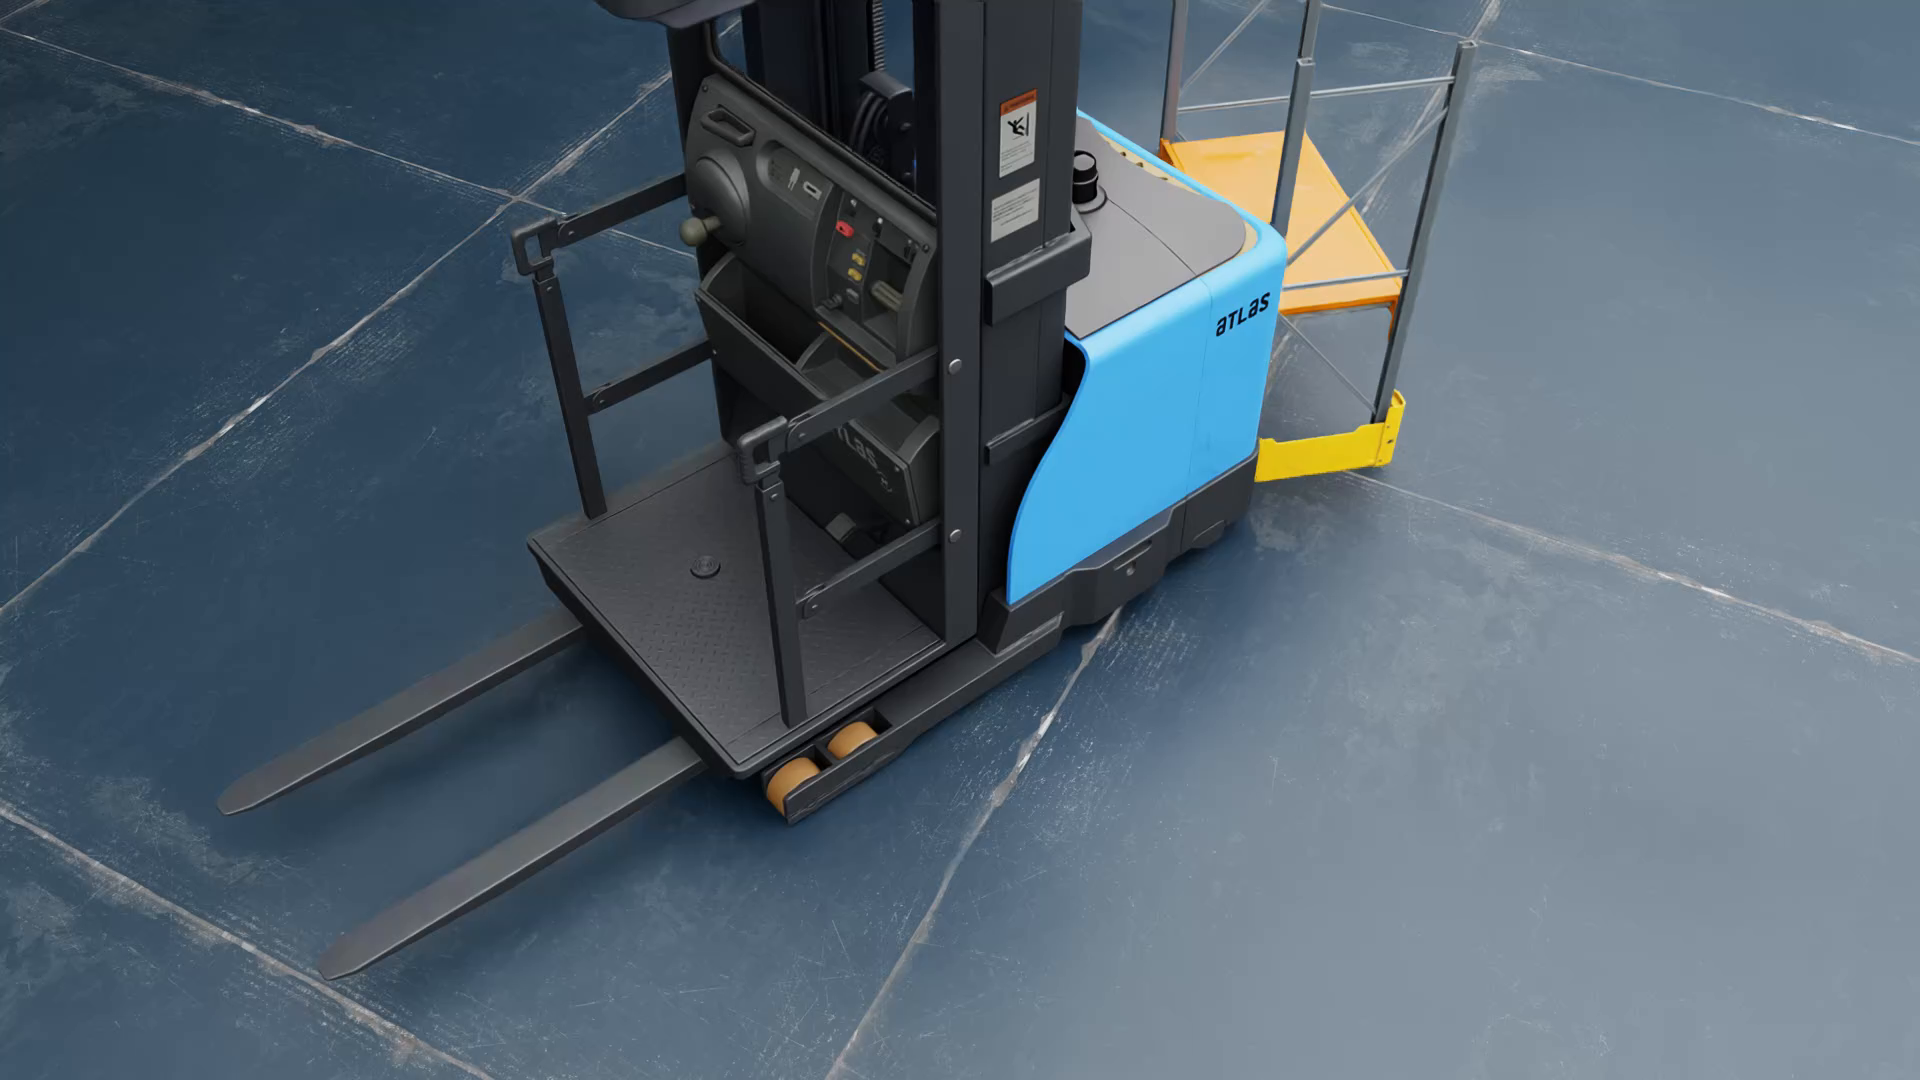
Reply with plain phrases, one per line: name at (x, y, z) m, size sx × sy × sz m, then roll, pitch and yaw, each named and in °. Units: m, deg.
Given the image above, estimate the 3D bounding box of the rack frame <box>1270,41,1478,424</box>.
rack frame at (1.137, -0.769, 4.955) m, size 0.500 × 1.500 × 0.032 m, roll -8°, pitch 46°, yaw -8°

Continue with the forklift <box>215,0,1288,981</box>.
forklift at (-0.537, -0.704, 3.885) m, size 3.031 × 2.935 × 1.130 m, roll -30°, pitch 53°, yaw -27°

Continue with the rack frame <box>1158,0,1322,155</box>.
rack frame at (0.933, -1.477, 5.656) m, size 0.500 × 1.500 × 0.032 m, roll -8°, pitch 46°, yaw -8°

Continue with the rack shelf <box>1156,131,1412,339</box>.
rack shelf at (1.035, -0.997, 5.433) m, size 0.538 × 0.185 × 1.000 m, roll -8°, pitch 46°, yaw -8°

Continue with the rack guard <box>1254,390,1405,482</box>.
rack guard at (1.137, -0.330, 5.401) m, size 0.587 × 0.250 × 0.087 m, roll -8°, pitch 46°, yaw -8°

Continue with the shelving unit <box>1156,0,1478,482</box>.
shelving unit at (1.037, -1.117, 5.299) m, size 0.587 × 1.500 × 1.083 m, roll -8°, pitch 46°, yaw -8°
